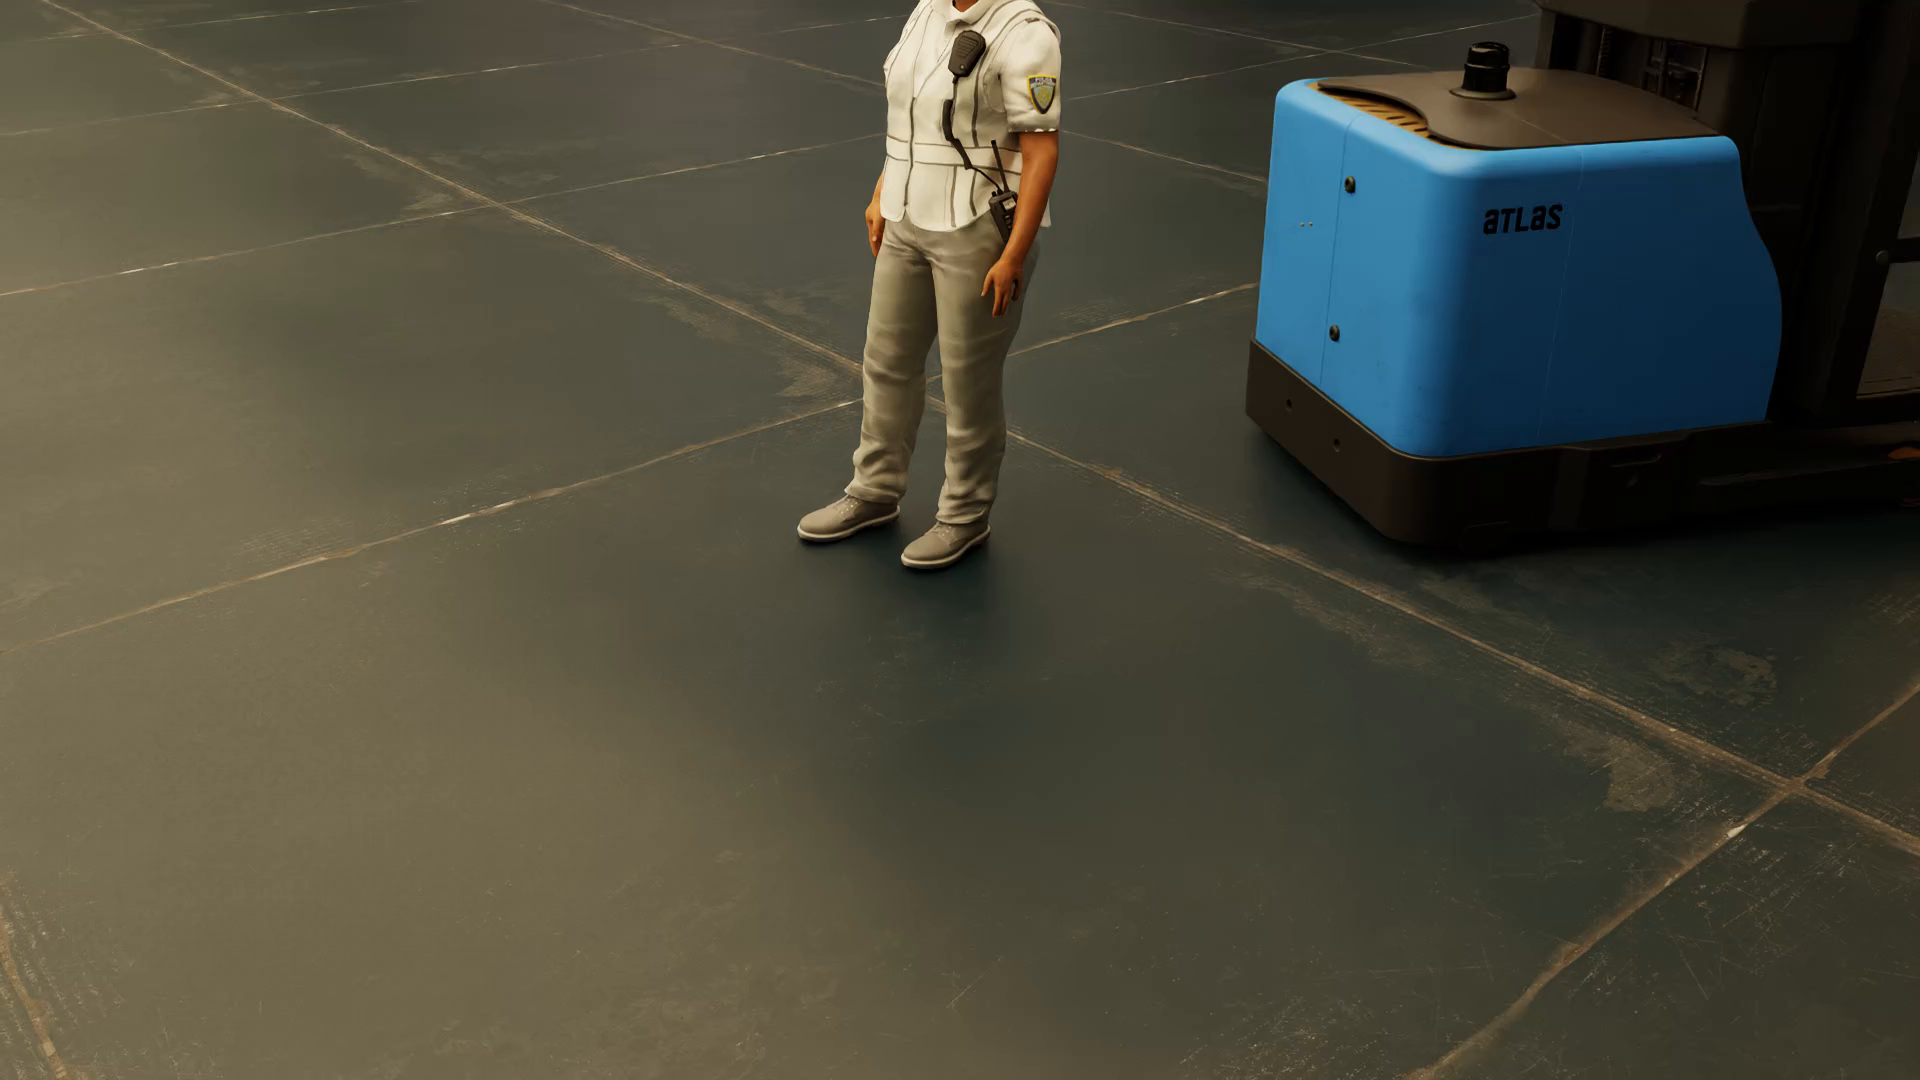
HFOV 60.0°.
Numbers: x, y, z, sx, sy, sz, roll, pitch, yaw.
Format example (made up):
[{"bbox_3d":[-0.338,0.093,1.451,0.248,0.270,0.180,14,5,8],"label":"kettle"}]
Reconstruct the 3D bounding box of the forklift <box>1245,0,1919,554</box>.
[{"bbox_3d":[2.455,-1.626,4.480,3.031,2.935,1.130,-7,27,-14],"label":"forklift"}]

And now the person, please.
[{"bbox_3d":[-0.074,-0.739,4.099,0.529,1.670,0.597,-20,33,-35],"label":"person"}]
